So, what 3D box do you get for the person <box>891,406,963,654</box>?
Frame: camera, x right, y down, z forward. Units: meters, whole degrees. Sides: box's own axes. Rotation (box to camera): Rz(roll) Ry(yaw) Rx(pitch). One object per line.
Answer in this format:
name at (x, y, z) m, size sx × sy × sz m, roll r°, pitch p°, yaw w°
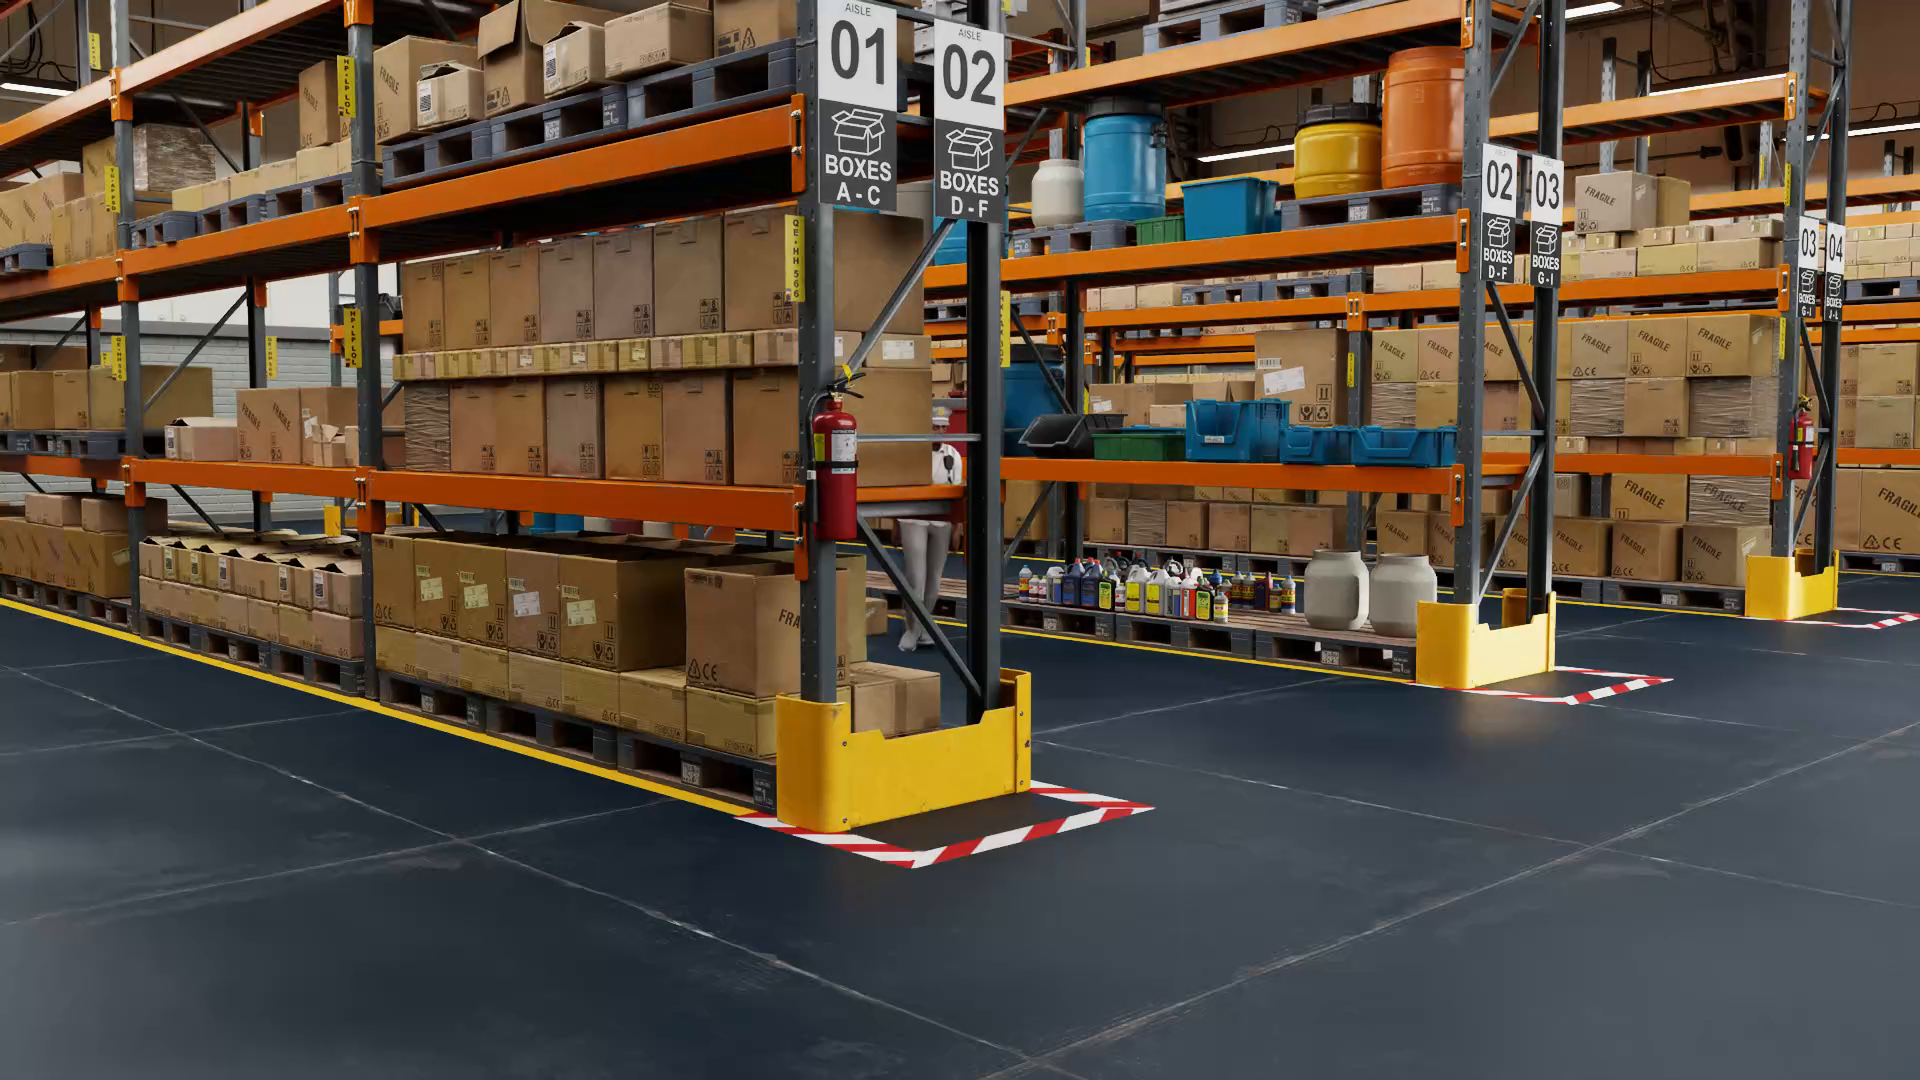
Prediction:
person at (-0.220, -0.080, 11.500) m, size 0.477 × 1.684 × 0.525 m, roll -1°, pitch 4°, yaw -17°
